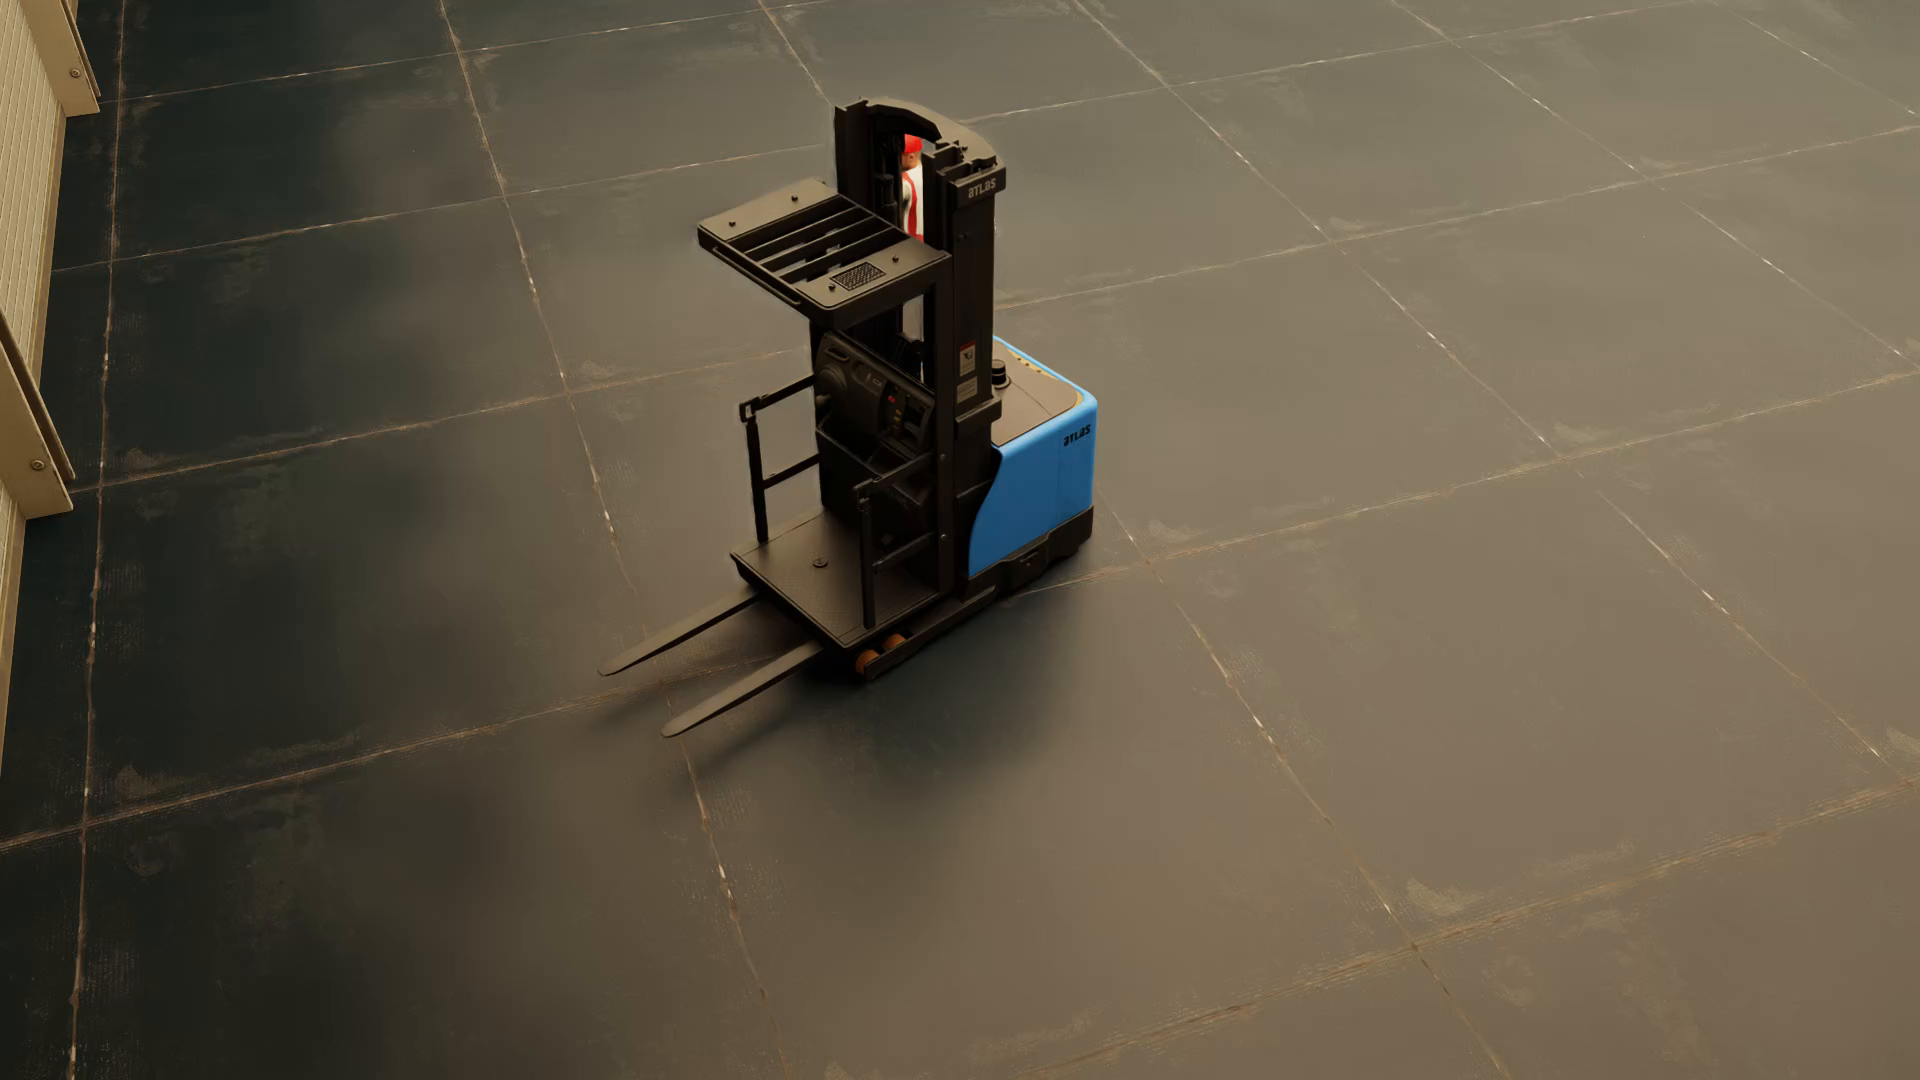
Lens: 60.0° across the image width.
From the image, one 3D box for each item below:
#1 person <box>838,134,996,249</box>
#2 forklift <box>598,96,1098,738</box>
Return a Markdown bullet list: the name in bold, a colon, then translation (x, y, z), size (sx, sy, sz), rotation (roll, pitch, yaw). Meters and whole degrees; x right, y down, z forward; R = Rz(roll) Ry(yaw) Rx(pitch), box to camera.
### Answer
- **person**: translation (-0.291, -2.062, 11.517), size (1.189, 1.664, 0.510), rotation (-26, 47, -28)
- **forklift**: translation (-0.626, -0.722, 8.856), size (3.031, 2.935, 1.130), rotation (-30, 48, -30)
